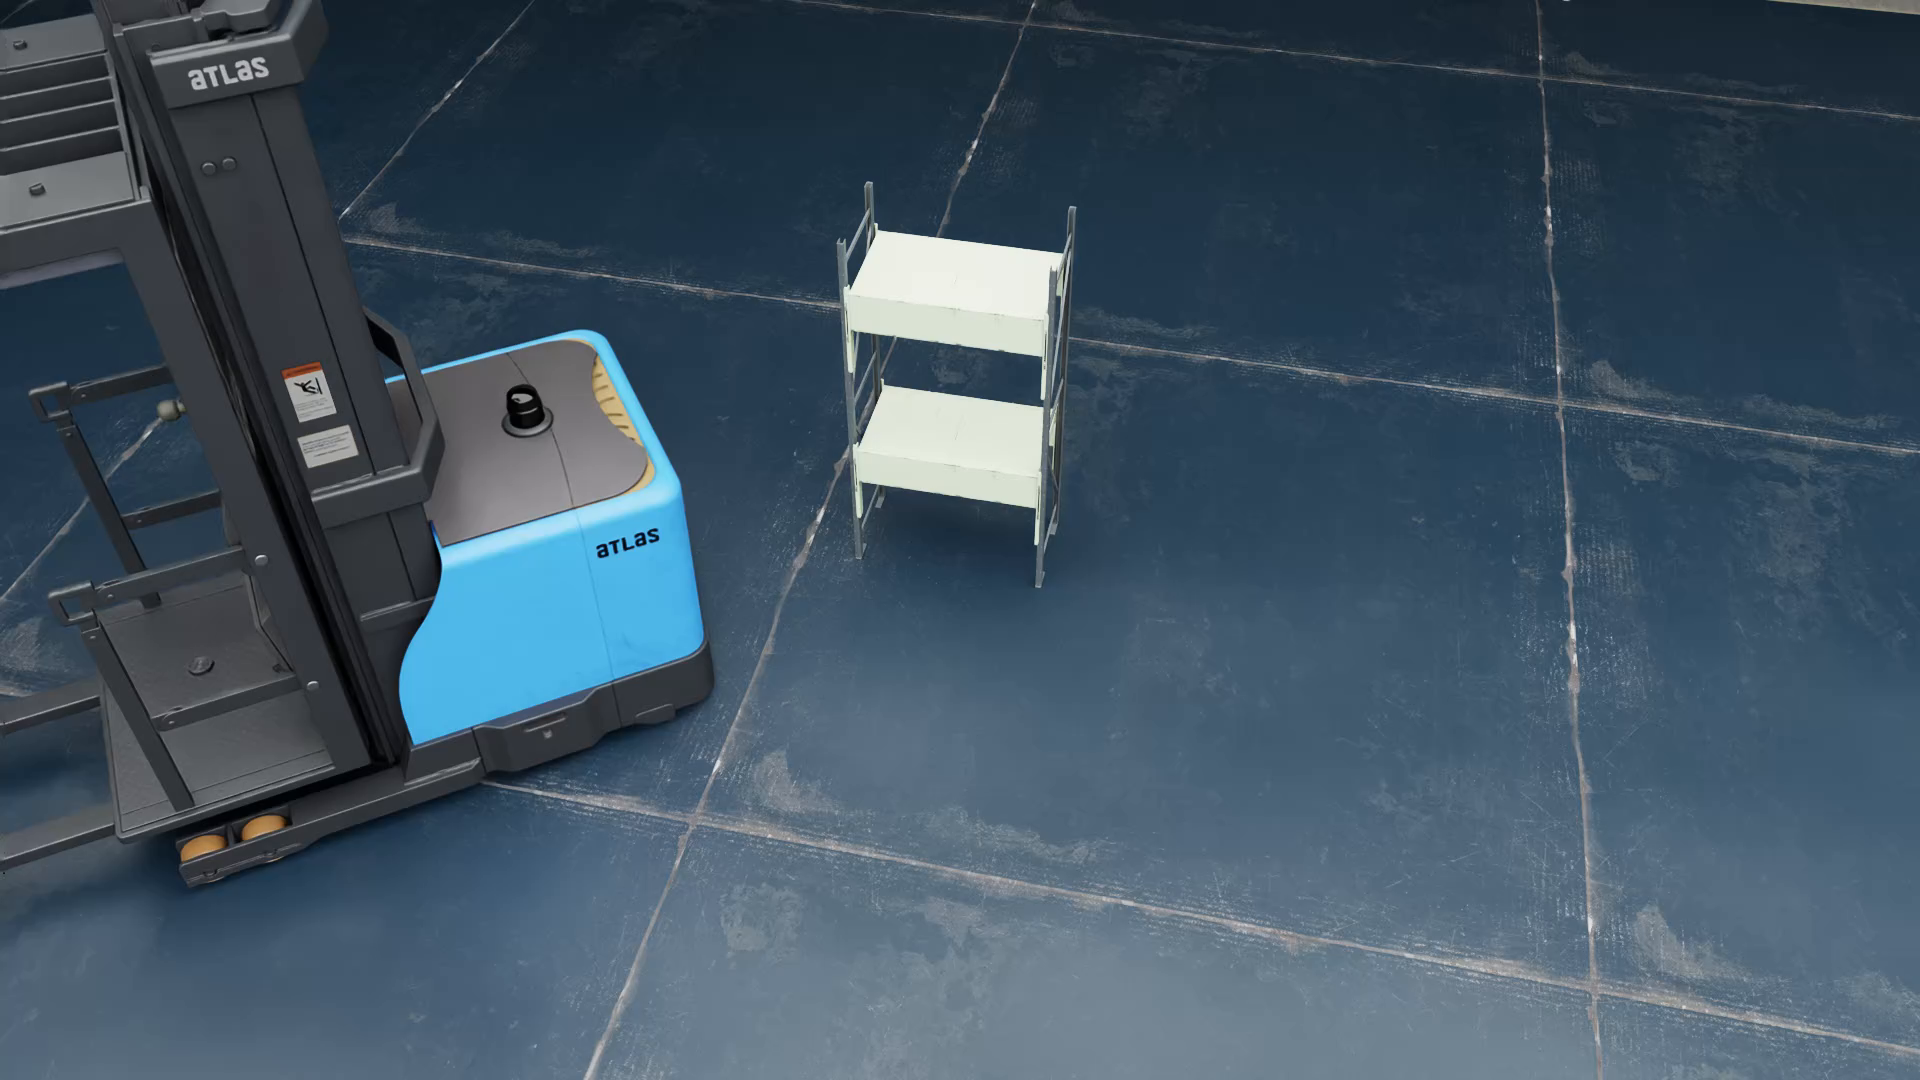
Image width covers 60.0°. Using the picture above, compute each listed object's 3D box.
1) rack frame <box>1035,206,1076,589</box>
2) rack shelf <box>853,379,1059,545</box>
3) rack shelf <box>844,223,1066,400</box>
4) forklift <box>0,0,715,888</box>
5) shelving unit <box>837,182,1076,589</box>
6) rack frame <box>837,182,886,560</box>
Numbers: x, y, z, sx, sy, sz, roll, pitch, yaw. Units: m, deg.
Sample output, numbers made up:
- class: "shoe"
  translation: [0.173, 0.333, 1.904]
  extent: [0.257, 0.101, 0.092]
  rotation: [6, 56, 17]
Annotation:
- class: "rack frame"
  translation: [0.351, -0.486, 6.173]
  extent: [0.023, 1.500, 0.400]
  rotation: [9, 45, 9]
- class: "rack shelf"
  translation: [-0.007, -0.306, 6.457]
  extent: [0.720, 0.370, 0.431]
  rotation: [9, 45, 9]
- class: "rack shelf"
  translation: [-0.007, -0.823, 5.960]
  extent: [0.720, 0.370, 0.431]
  rotation: [9, 45, 9]
- class: "forklift"
  translation: [-2.460, -0.331, 4.981]
  extent: [3.031, 2.935, 1.130]
  rotation: [-18, 47, -18]
- class: "shelving unit"
  translation: [-0.007, -0.541, 6.231]
  extent: [0.755, 1.500, 0.431]
  rotation: [9, 45, 9]
- class: "rack frame"
  translation: [-0.364, -0.597, 6.289]
  extent: [0.023, 1.500, 0.400]
  rotation: [9, 45, 9]
